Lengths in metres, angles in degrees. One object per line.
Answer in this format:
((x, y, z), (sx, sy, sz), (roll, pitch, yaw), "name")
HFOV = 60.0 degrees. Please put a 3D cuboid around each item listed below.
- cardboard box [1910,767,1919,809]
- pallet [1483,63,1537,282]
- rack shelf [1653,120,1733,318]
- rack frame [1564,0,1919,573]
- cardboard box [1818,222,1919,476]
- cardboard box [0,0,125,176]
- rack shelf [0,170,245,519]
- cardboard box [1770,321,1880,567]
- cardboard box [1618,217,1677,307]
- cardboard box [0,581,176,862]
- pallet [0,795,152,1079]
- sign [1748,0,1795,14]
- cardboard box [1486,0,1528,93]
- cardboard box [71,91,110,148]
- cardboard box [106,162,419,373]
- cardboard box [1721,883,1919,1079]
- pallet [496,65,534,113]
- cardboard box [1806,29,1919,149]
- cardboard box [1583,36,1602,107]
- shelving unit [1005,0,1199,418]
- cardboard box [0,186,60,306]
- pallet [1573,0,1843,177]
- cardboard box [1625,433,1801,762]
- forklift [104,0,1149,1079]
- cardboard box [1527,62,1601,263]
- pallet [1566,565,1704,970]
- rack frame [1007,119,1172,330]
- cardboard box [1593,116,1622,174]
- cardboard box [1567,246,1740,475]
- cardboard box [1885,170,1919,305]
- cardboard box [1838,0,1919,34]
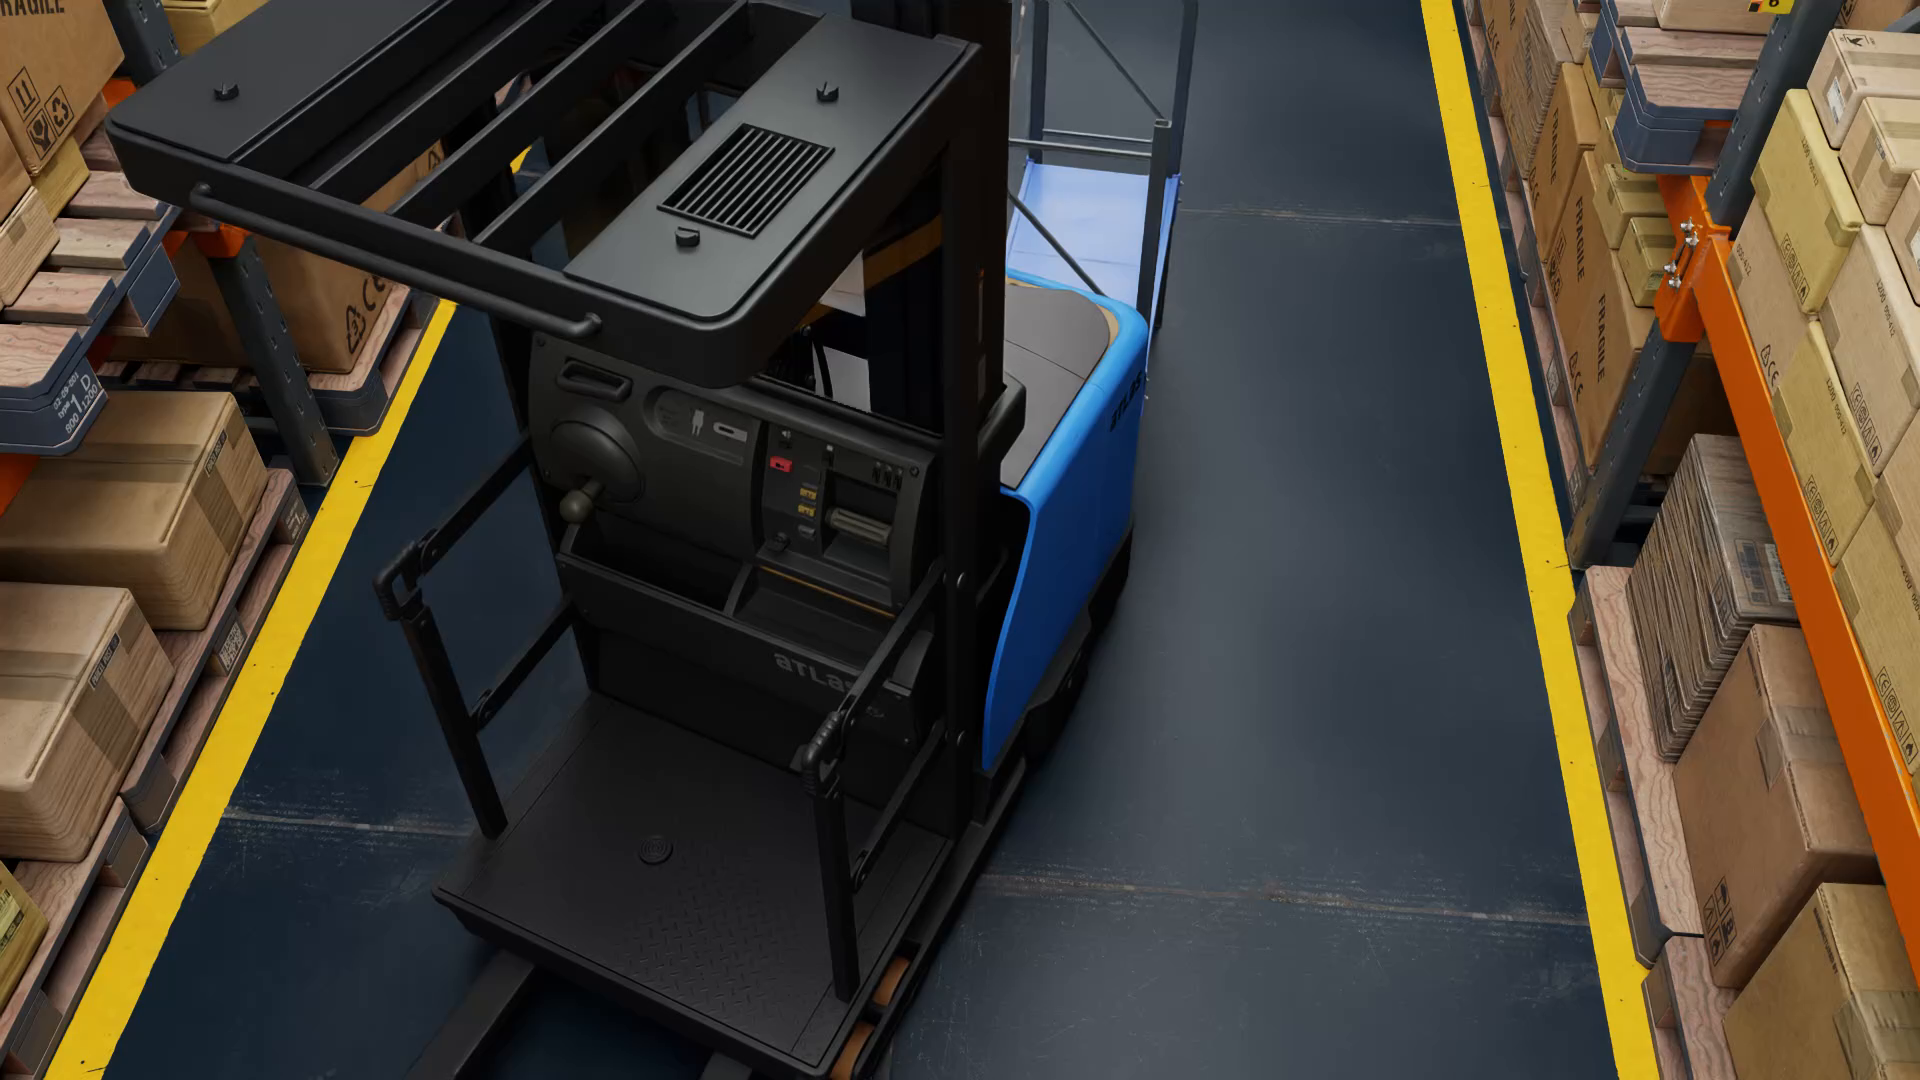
((1.975, 0.564, 2.803), (0.500, 0.250, 0.500), (5, 48, 5), "cardboard box")
((2.618, -1.424, 6.410), (1.003, 0.211, 1.213), (4, 48, 4), "pallet")
((2.580, -2.152, 5.673), (1.077, 0.370, 4.000), (4, 48, 4), "rack shelf")
((2.398, -0.925, 4.064), (1.000, 3.000, 0.127), (4, 48, 4), "rack frame")
((2.068, -0.366, 3.315), (0.500, 0.250, 0.500), (5, 48, 5), "cardboard box")
((-2.310, -1.180, 3.742), (0.500, 0.500, 0.500), (3, 48, 2), "cardboard box")
((-2.727, 0.456, 3.288), (1.077, 0.370, 4.000), (4, 48, 4), "rack shelf")
((2.064, -0.196, 3.498), (0.500, 0.250, 0.500), (3, 48, 3), "cardboard box")
((2.191, -0.822, 4.939), (0.380, 0.149, 0.250), (2, 48, 2), "cardboard box")
((-2.666, 0.446, 4.305), (0.950, 0.372, 0.625), (3, 48, 3), "cardboard box")
((-2.732, 1.153, 4.052), (1.003, 0.211, 1.213), (4, 48, 4), "pallet")
((1.857, -1.319, 3.693), (0.100, 0.325, 0.005), (4, 48, 4), "sign")
((2.406, -2.064, 6.514), (0.500, 0.500, 0.500), (3, 48, 2), "cardboard box")
((-2.341, -1.057, 4.069), (0.380, 0.149, 0.250), (5, 48, 5), "cardboard box")
((-2.400, -1.183, 5.455), (0.875, 0.875, 0.875), (3, 48, 3), "cardboard box")
((2.215, 1.167, 3.474), (0.875, 0.625, 0.625), (2, 48, 2), "cardboard box")
((-2.285, -1.784, 6.738), (1.003, 0.211, 1.213), (4, 48, 4), "pallet")
((2.076, -0.964, 3.591), (0.380, 0.149, 0.250), (5, 48, 5), "cardboard box")
((2.344, -1.590, 5.641), (0.380, 0.149, 0.250), (3, 48, 3), "cardboard box")
((0.381, -0.940, 5.093), (0.538, 1.500, 1.048), (8, 48, 7), "shelving unit")
((-2.271, -0.667, 3.713), (0.380, 0.149, 0.250), (4, 48, 3), "cardboard box")
((2.390, -1.363, 4.594), (1.213, 0.211, 1.003), (4, 48, 4), "pallet")
((2.328, 0.192, 4.366), (0.875, 0.625, 0.625), (5, 48, 5), "cardboard box")
((-0.587, -0.047, 3.306), (1.130, 2.935, 3.031), (20, 51, 17), "forklift")
((2.324, -1.300, 5.816), (0.500, 0.500, 0.500), (6, 48, 5), "cardboard box")
((2.284, 0.618, 4.542), (1.003, 0.211, 1.213), (4, 48, 4), "pallet")
((0.286, -0.571, 4.756), (0.500, 1.500, 0.032), (8, 48, 7), "rack frame")
((2.253, -1.215, 5.299), (0.380, 0.149, 0.250), (2, 48, 2), "cardboard box")
((2.223, -0.549, 5.128), (0.500, 0.500, 0.500), (5, 48, 5), "cardboard box")
((2.055, -0.577, 3.237), (0.380, 0.149, 0.250), (5, 48, 5), "cardboard box")
((2.601, -1.468, 4.208), (0.500, 0.500, 0.500), (6, 48, 5), "cardboard box")
